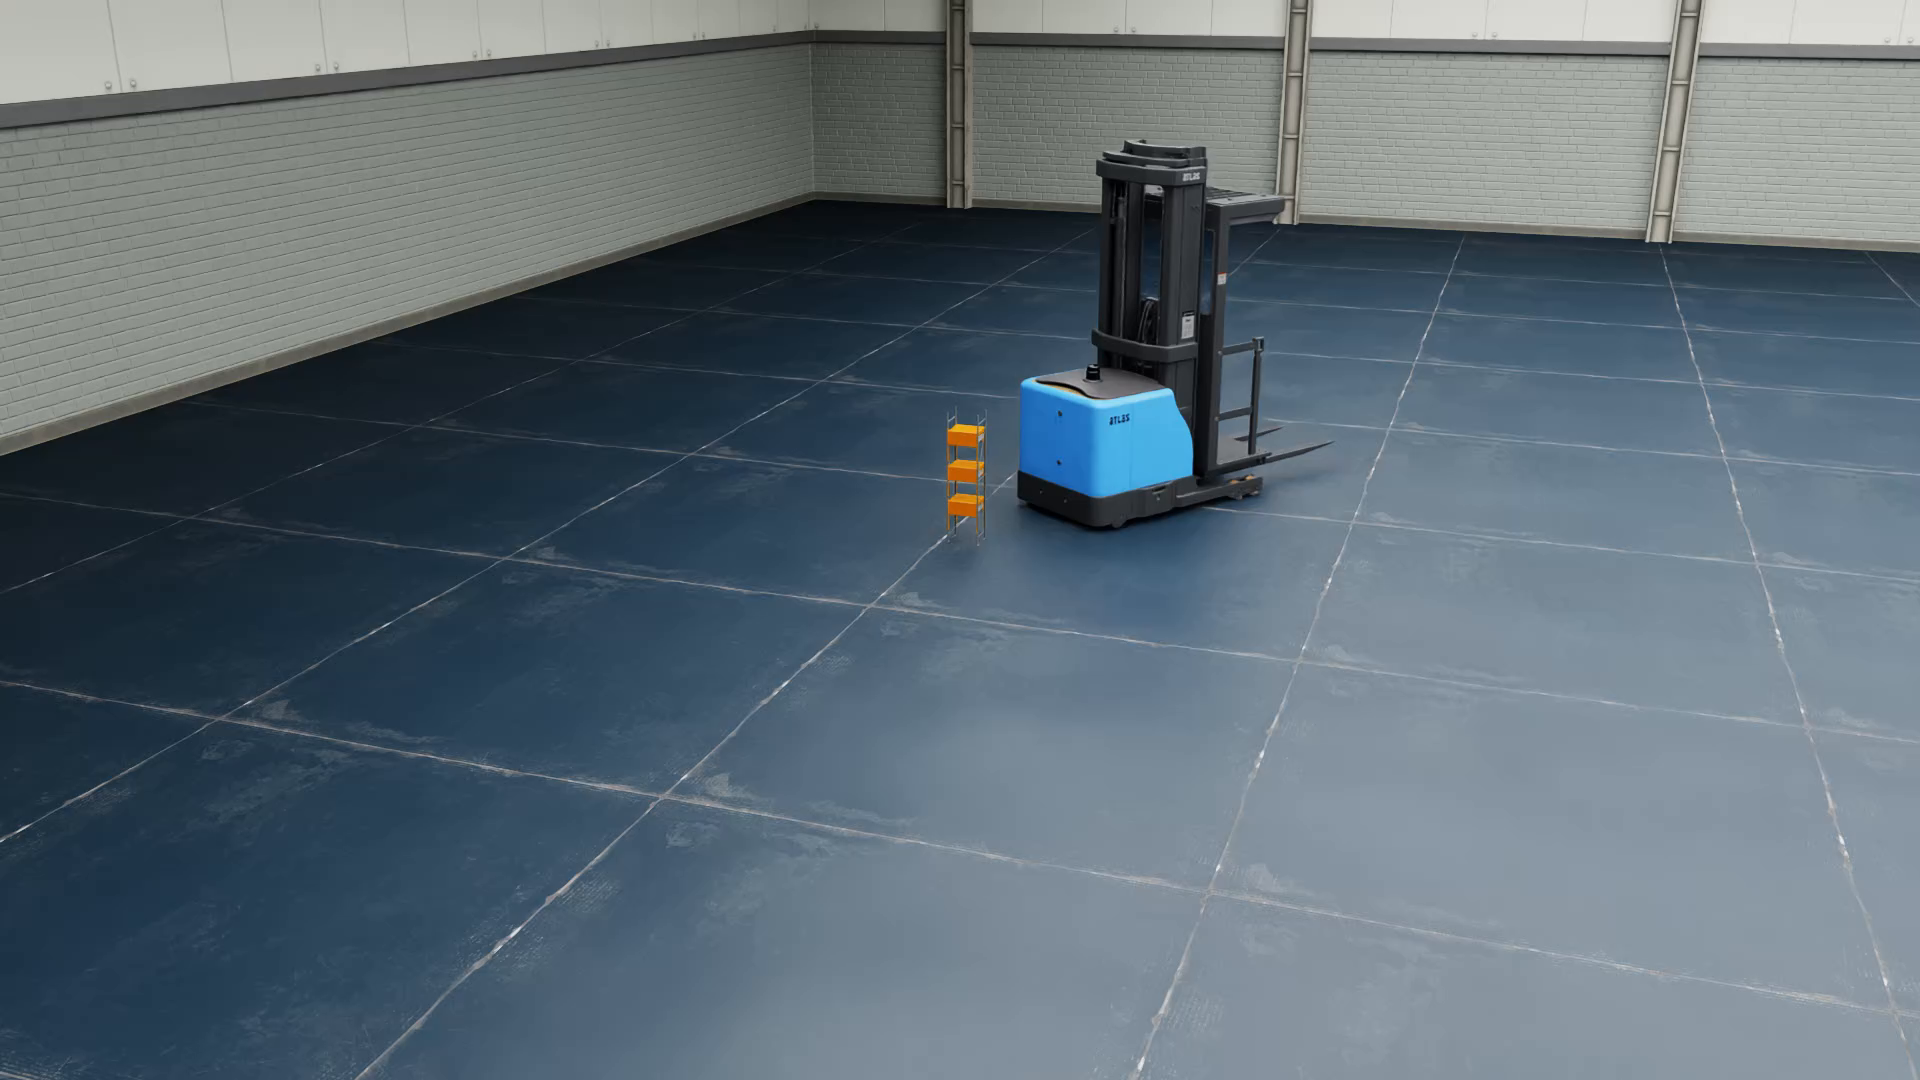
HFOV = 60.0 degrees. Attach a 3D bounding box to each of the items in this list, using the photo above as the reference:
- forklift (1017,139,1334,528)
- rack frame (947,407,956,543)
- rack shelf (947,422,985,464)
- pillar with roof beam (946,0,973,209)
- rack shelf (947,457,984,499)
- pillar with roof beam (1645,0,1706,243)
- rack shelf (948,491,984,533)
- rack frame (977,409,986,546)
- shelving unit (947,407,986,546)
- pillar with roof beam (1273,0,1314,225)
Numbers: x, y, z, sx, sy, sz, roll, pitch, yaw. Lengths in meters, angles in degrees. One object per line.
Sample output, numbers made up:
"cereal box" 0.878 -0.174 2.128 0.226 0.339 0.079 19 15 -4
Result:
"forklift" 1.959 -1.848 13.926 3.031 2.935 1.130 -14 24 -35
"rack frame" -0.065 -0.503 12.925 0.008 1.050 0.200 7 20 18
"rack shelf" 0.051 -0.748 12.797 0.240 0.259 0.215 7 20 18
"pillar with roof beam" -1.420 -9.055 25.383 0.400 9.000 9.100 7 20 18
"rack shelf" 0.051 -0.480 12.890 0.240 0.259 0.215 7 20 18
"pillar with roof beam" 9.916 -7.759 21.665 0.400 9.000 9.100 7 20 18
"rack shelf" 0.051 -0.218 12.982 0.240 0.259 0.215 7 20 18
"rack frame" 0.166 -0.477 12.849 0.008 1.050 0.200 7 20 18
"shelving unit" 0.051 -0.490 12.887 0.252 1.050 0.215 7 20 18
"pillar with roof beam" 4.248 -8.407 23.524 0.400 9.000 9.100 7 20 18
